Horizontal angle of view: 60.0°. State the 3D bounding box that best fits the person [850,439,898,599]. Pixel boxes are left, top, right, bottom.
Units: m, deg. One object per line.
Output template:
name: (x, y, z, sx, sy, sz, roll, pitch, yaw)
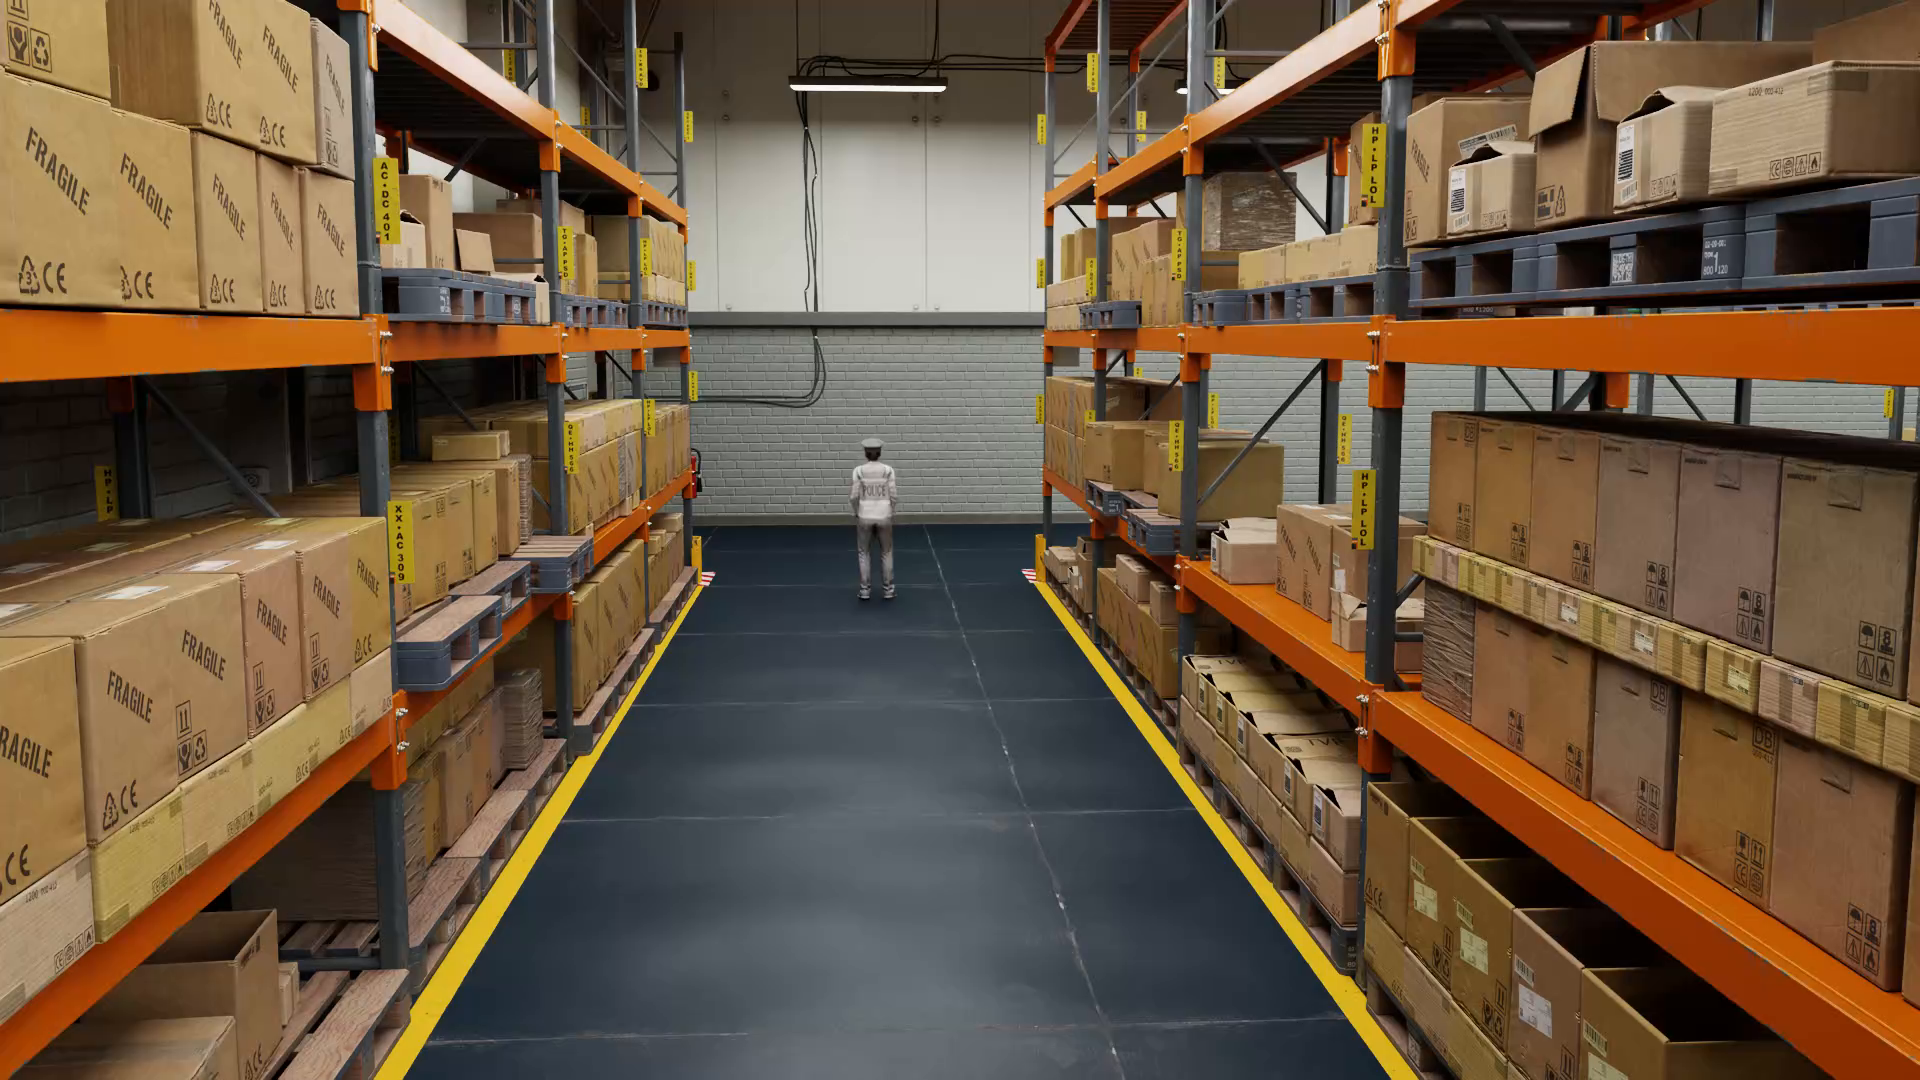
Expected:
person: (-0.904, -0.221, 17.465, 0.501, 1.682, 0.398, -1, 7, -5)
